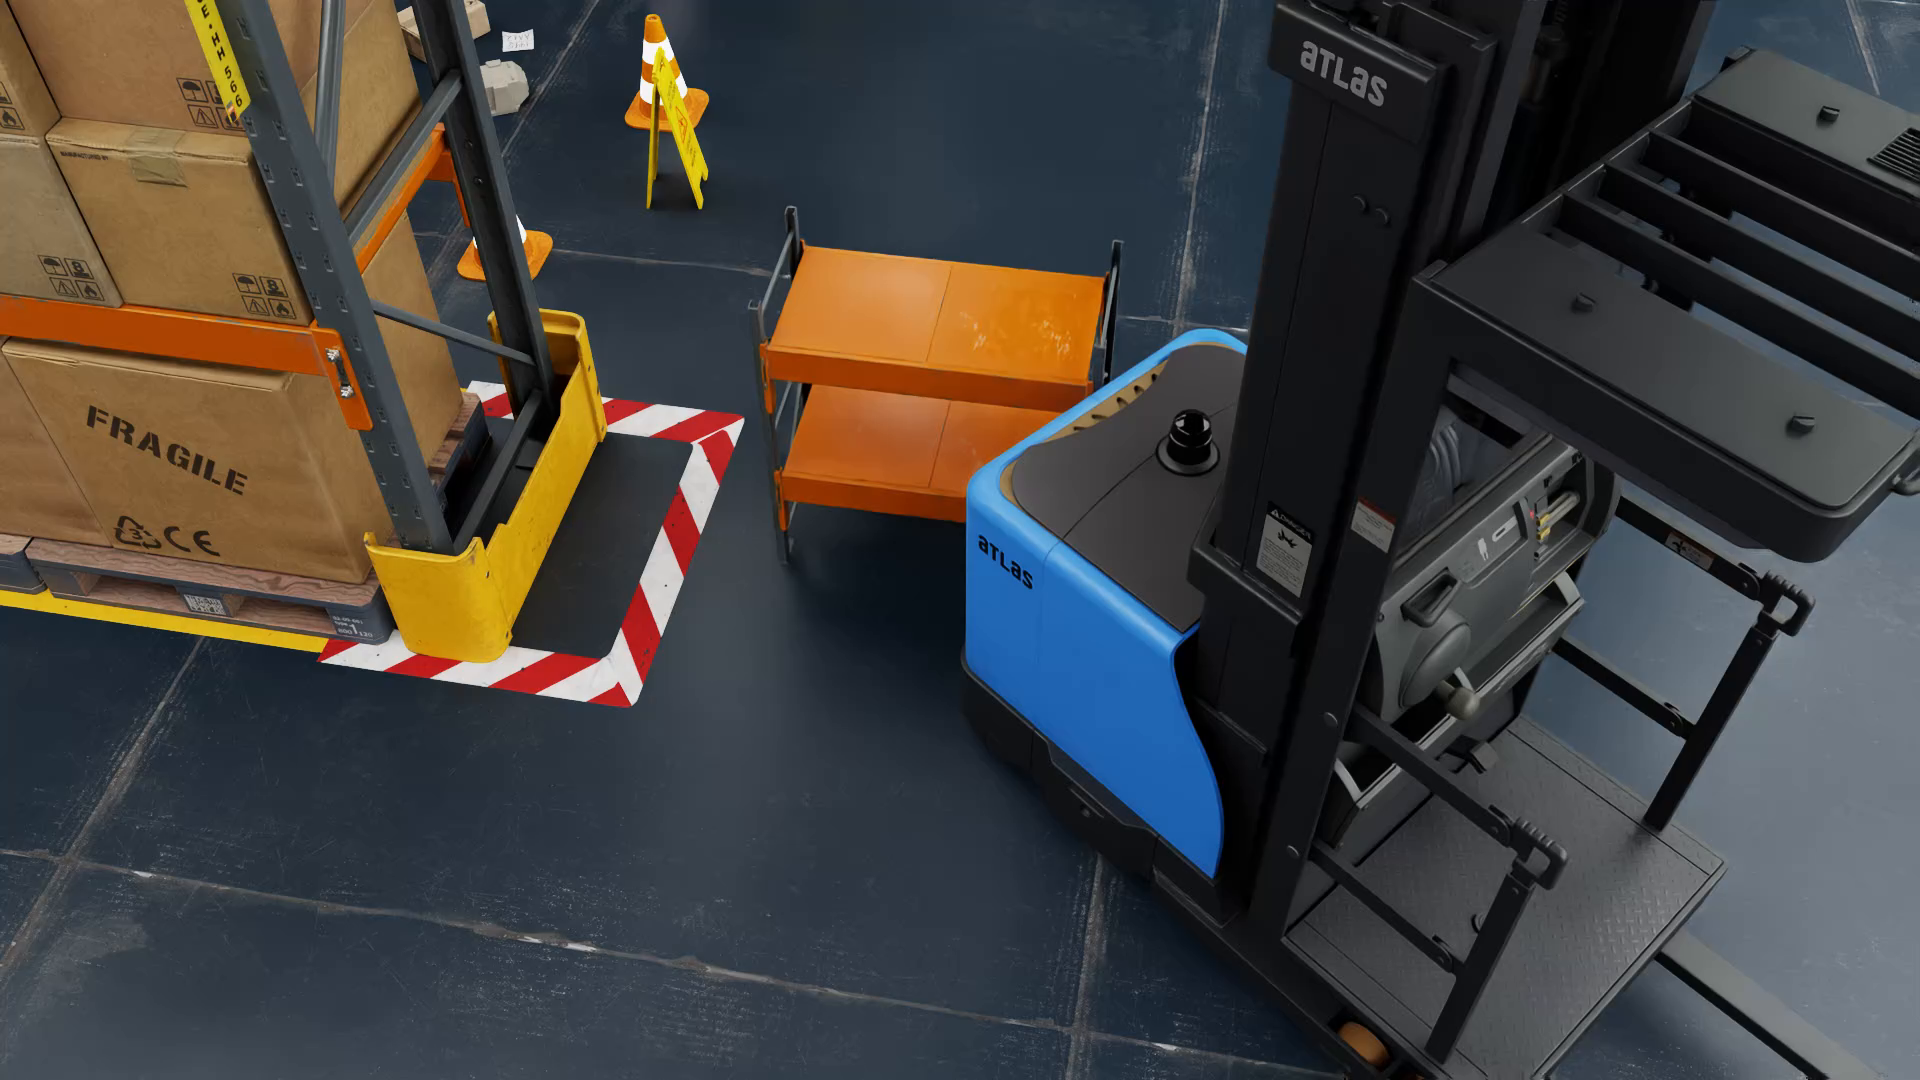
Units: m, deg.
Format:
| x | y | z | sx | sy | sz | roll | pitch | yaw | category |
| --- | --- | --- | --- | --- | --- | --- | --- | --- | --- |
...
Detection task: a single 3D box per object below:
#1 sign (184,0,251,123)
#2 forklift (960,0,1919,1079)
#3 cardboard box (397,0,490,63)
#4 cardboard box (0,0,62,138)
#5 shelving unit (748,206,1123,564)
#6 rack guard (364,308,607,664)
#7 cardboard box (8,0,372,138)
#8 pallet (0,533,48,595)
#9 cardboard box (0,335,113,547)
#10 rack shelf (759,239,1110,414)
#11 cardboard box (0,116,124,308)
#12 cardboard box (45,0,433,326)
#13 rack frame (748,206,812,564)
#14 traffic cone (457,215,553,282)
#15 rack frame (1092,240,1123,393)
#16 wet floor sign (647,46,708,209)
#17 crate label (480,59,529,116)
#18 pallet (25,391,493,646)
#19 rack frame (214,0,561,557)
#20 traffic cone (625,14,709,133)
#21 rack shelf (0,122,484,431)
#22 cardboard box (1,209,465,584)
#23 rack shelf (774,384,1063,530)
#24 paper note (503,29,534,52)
| x | y | z | sx | sy | sz | roll | pitch | yaw | category |
| --- | --- | --- | --- | --- | --- | --- | --- | --- | --- |
| -1.694 | -1.119 | 3.801 | 0.005 | 0.325 | 0.100 | 8 | 49 | 7 | sign |
| 1.367 | 0.140 | 3.654 | 1.130 | 2.935 | 3.031 | -34 | 57 | -27 | forklift |
| -2.451 | -2.427 | 7.831 | 0.250 | 0.149 | 0.380 | 32 | 56 | 26 | cardboard box |
| -2.500 | -1.542 | 4.292 | 0.550 | 0.550 | 0.875 | 8 | 49 | 7 | cardboard box |
| -0.062 | -0.416 | 5.368 | 1.048 | 1.125 | 0.538 | 7 | 48 | 6 | shelving unit |
| -1.560 | -0.210 | 5.602 | 0.348 | 0.500 | 1.175 | 8 | 49 | 7 | rack guard |
| -1.942 | -1.537 | 4.288 | 0.550 | 0.550 | 0.875 | 8 | 49 | 7 | cardboard box |
| -3.582 | -0.328 | 5.903 | 1.213 | 0.211 | 1.003 | 8 | 49 | 7 | pallet |
| -3.129 | -0.635 | 5.450 | 0.875 | 0.875 | 0.875 | 7 | 48 | 6 | cardboard box |
| -0.062 | -0.612 | 5.150 | 1.000 | 0.278 | 0.538 | 7 | 48 | 6 | rack shelf |
| -2.502 | -1.171 | 4.685 | 0.550 | 0.550 | 0.875 | 8 | 49 | 7 | cardboard box |
| -1.957 | -1.115 | 4.634 | 0.550 | 0.550 | 0.875 | 8 | 49 | 7 | cardboard box |
| -0.563 | -0.479 | 5.424 | 0.032 | 1.125 | 0.500 | 7 | 48 | 6 | rack frame |
| -1.854 | -1.310 | 6.616 | 0.334 | 0.463 | 0.336 | 8 | 49 | 7 | traffic cone |
| 0.440 | -0.353 | 5.311 | 0.032 | 1.125 | 0.500 | 7 | 48 | 6 | rack frame |
| -1.203 | -1.707 | 6.850 | 0.232 | 0.644 | 0.267 | 0 | 48 | 0 | wet floor sign |
| -2.103 | -2.042 | 7.493 | 0.298 | 0.136 | 0.250 | -15 | 50 | -13 | crate label |
| -2.385 | -0.165 | 5.756 | 1.213 | 0.211 | 1.003 | 8 | 49 | 7 | pallet |
| -1.584 | -1.048 | 4.676 | 0.127 | 3.000 | 1.000 | 8 | 49 | 7 | rack frame |
| -1.318 | -2.092 | 7.319 | 0.334 | 0.463 | 0.336 | 8 | 49 | 7 | traffic cone |
| -3.552 | -1.073 | 5.181 | 4.000 | 0.370 | 1.077 | 8 | 49 | 7 | rack shelf |
| -2.263 | -0.520 | 5.347 | 0.875 | 0.875 | 0.875 | 8 | 49 | 7 | cardboard box |
| -0.062 | -0.253 | 5.550 | 1.000 | 0.278 | 0.538 | 7 | 48 | 6 | rack shelf |
| -2.087 | -2.361 | 7.851 | 0.142 | 0.019 | 0.148 | -7 | 48 | -7 | paper note |
